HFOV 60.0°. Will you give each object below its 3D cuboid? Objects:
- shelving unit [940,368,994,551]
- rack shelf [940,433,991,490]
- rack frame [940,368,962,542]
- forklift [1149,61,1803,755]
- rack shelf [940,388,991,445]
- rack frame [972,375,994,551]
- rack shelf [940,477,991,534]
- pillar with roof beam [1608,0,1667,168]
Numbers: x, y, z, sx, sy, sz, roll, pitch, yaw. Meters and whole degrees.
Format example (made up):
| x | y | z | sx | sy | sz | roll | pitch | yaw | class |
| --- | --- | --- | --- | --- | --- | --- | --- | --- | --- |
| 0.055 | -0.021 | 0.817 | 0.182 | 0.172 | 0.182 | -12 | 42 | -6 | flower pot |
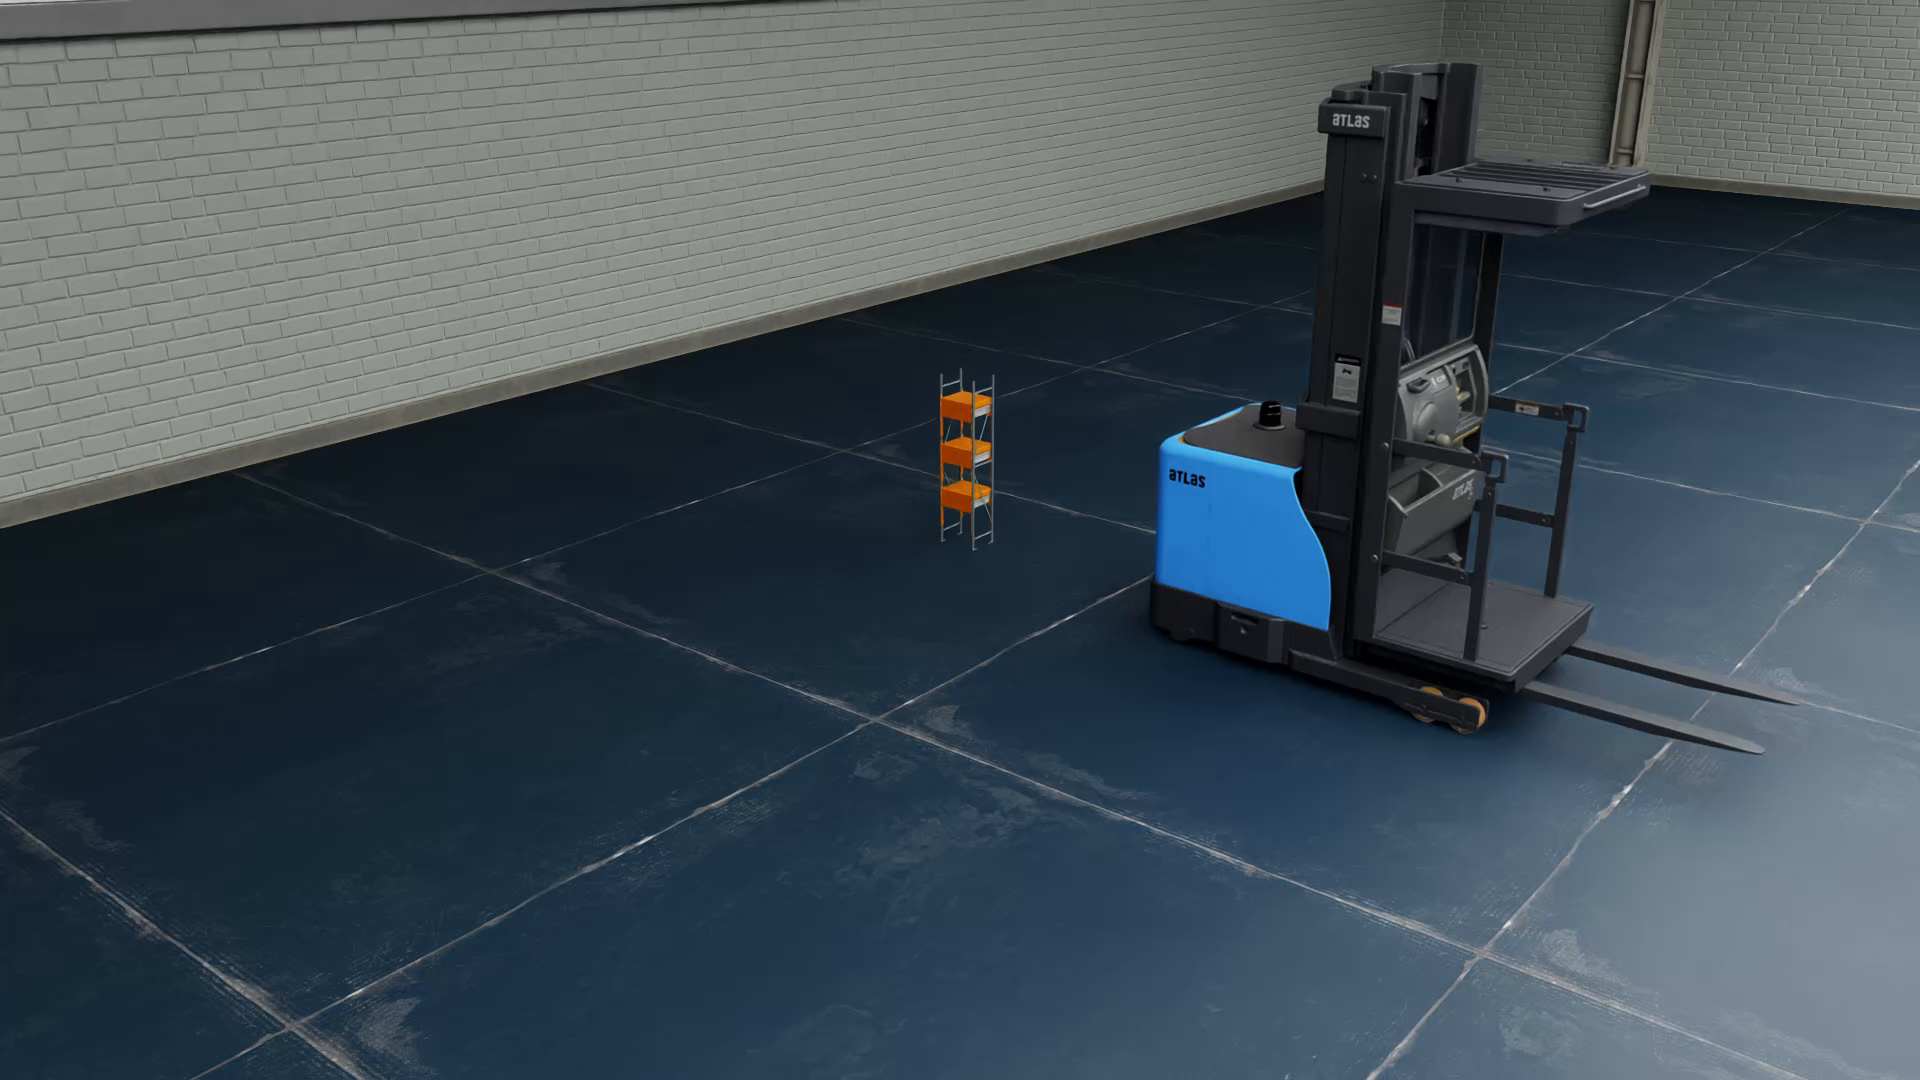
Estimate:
| x | y | z | sx | sy | sz | roll | pitch | yaw | class |
| --- | --- | --- | --- | --- | --- | --- | --- | --- | --- |
| 0.041 | -0.479 | 9.951 | 0.252 | 1.050 | 0.215 | 16 | 26 | 36 | shelving unit |
| 0.041 | -0.469 | 9.955 | 0.240 | 0.259 | 0.215 | 16 | 26 | 36 | rack shelf |
| -0.053 | -0.507 | 10.023 | 0.008 | 1.050 | 0.200 | 16 | 26 | 36 | rack frame |
| 2.465 | -0.676 | 7.808 | 3.031 | 2.935 | 1.130 | 16 | 26 | 36 | forklift |
| 0.041 | -0.735 | 9.855 | 0.240 | 0.259 | 0.215 | 16 | 26 | 36 | rack shelf |
| 0.136 | -0.452 | 9.879 | 0.008 | 1.050 | 0.200 | 16 | 26 | 36 | rack frame |
| 0.041 | -0.209 | 10.053 | 0.240 | 0.259 | 0.215 | 16 | 26 | 36 | rack shelf |
| 6.678 | -8.091 | 18.869 | 0.400 | 9.000 | 9.100 | 16 | 26 | 36 | pillar with roof beam |
